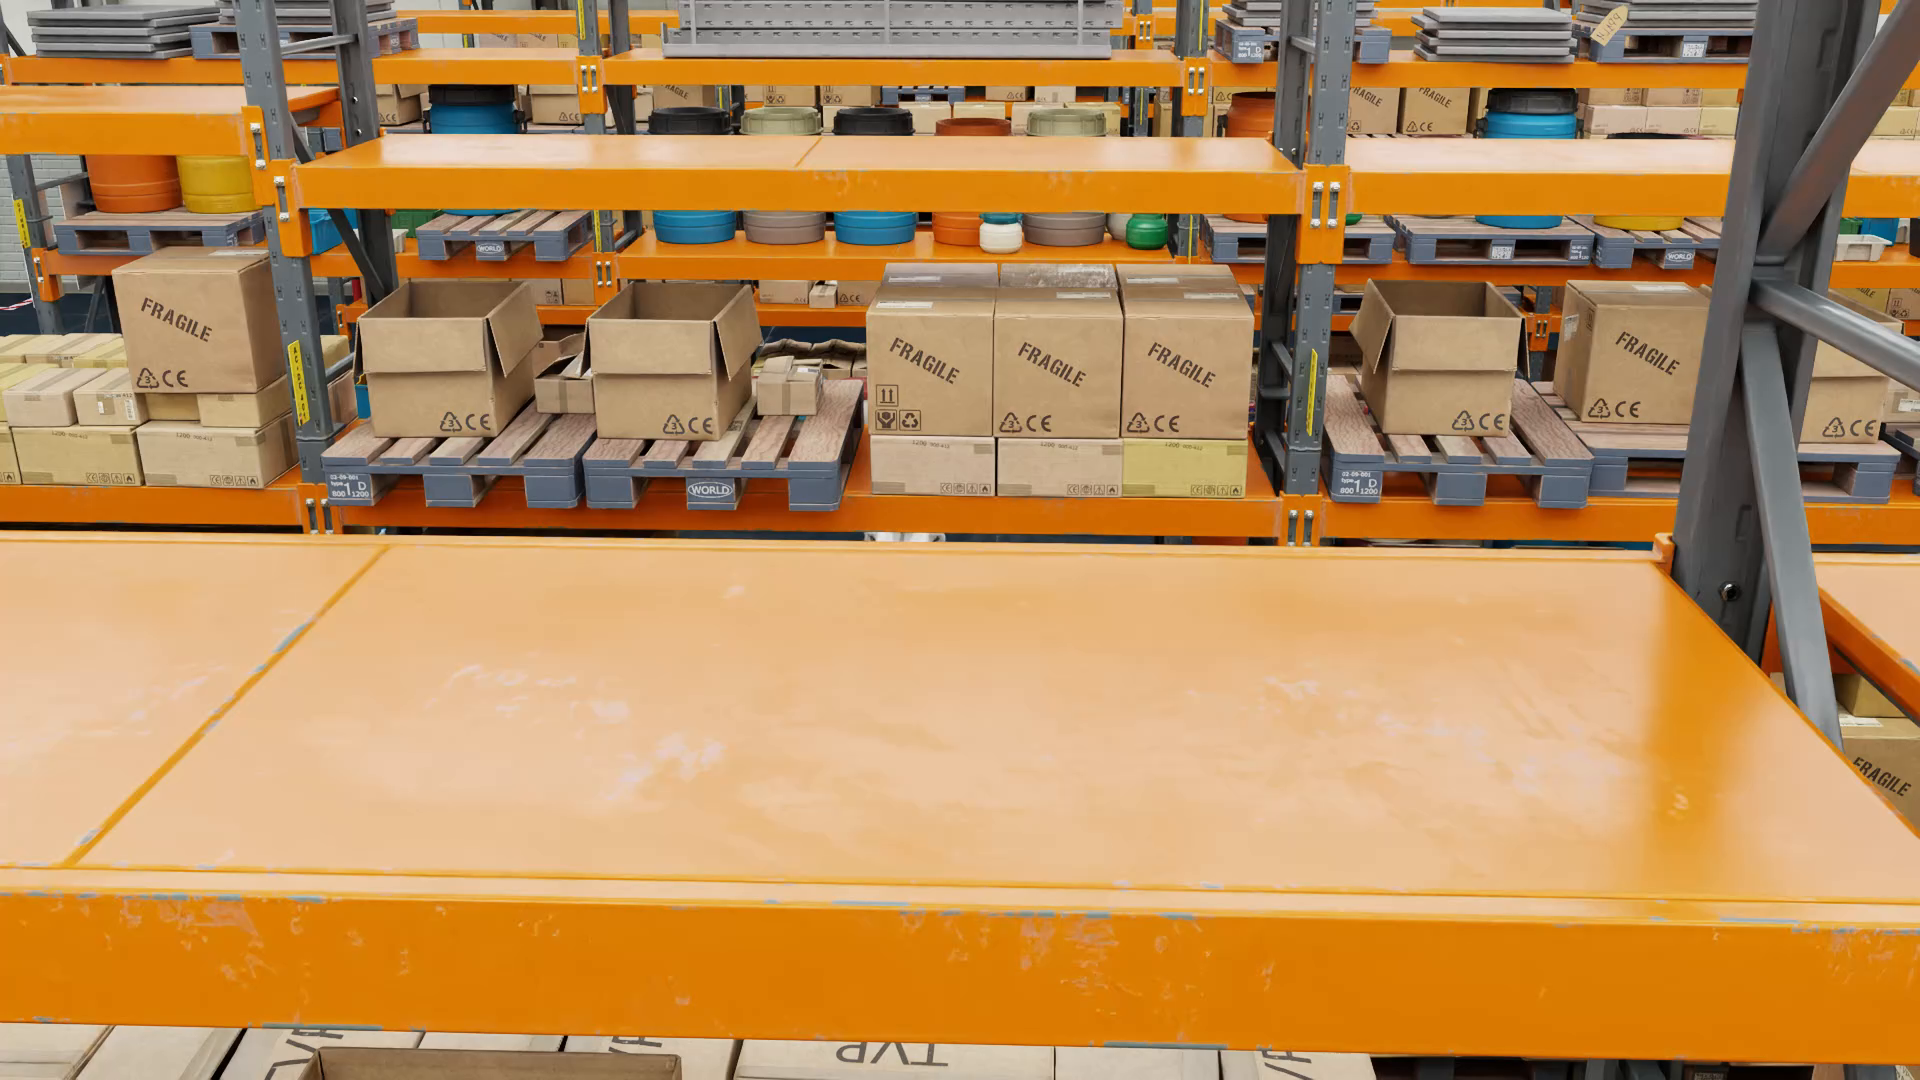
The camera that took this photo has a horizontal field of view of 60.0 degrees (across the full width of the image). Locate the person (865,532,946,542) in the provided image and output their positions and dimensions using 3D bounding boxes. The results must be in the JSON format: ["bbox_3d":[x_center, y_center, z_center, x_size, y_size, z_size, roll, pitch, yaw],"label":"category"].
[{"bbox_3d":[-0.344,0.423,10.593,0.529,1.786,0.360,1,21,3],"label":"person"}]
